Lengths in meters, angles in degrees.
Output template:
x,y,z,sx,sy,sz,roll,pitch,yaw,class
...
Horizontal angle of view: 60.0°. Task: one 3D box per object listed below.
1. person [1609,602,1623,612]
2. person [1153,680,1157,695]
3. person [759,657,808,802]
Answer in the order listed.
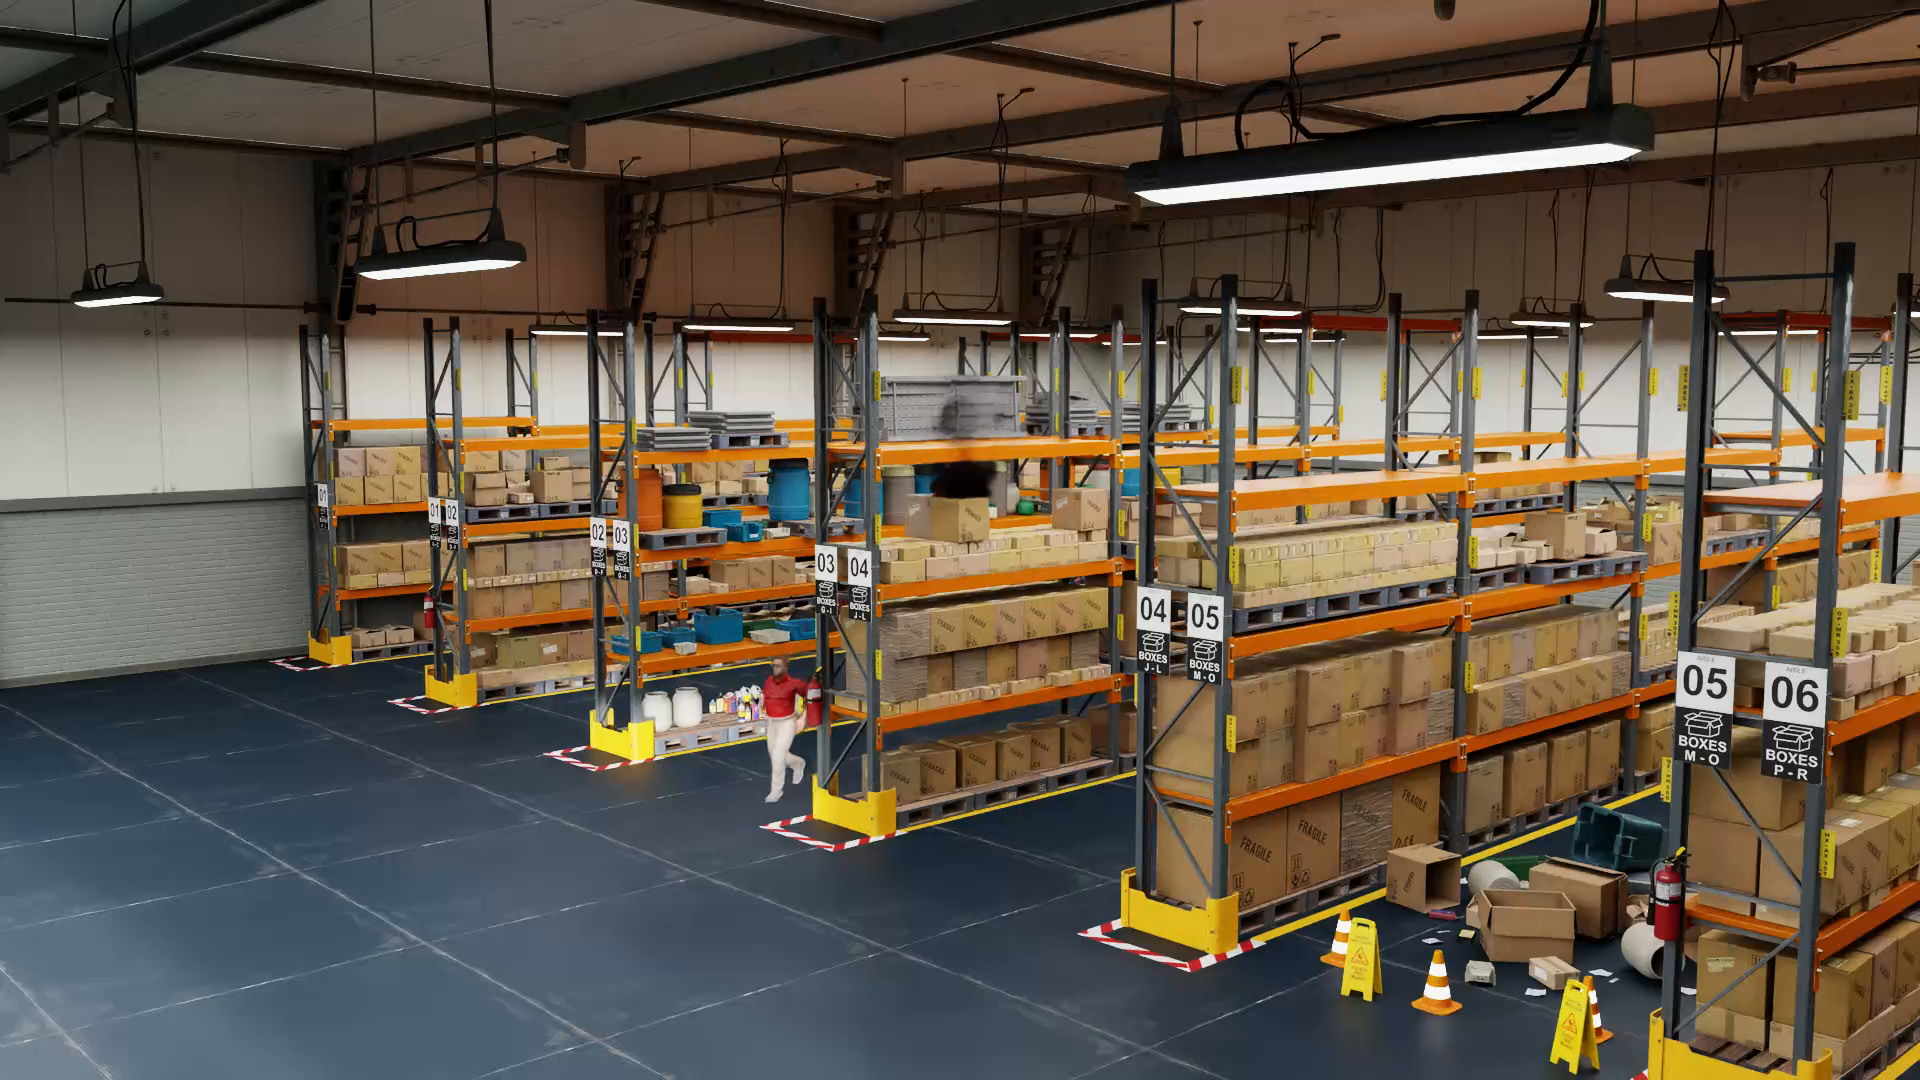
x,y,z,sx,sy,sz,roll,pitch,yaw,class
9.653,1.829,24.413,0.864,1.854,0.668,-5,8,-41,person
2.816,1.843,24.741,0.571,1.653,0.572,6,8,44,person
-2.155,2.281,20.343,0.701,1.737,0.851,4,7,35,person
